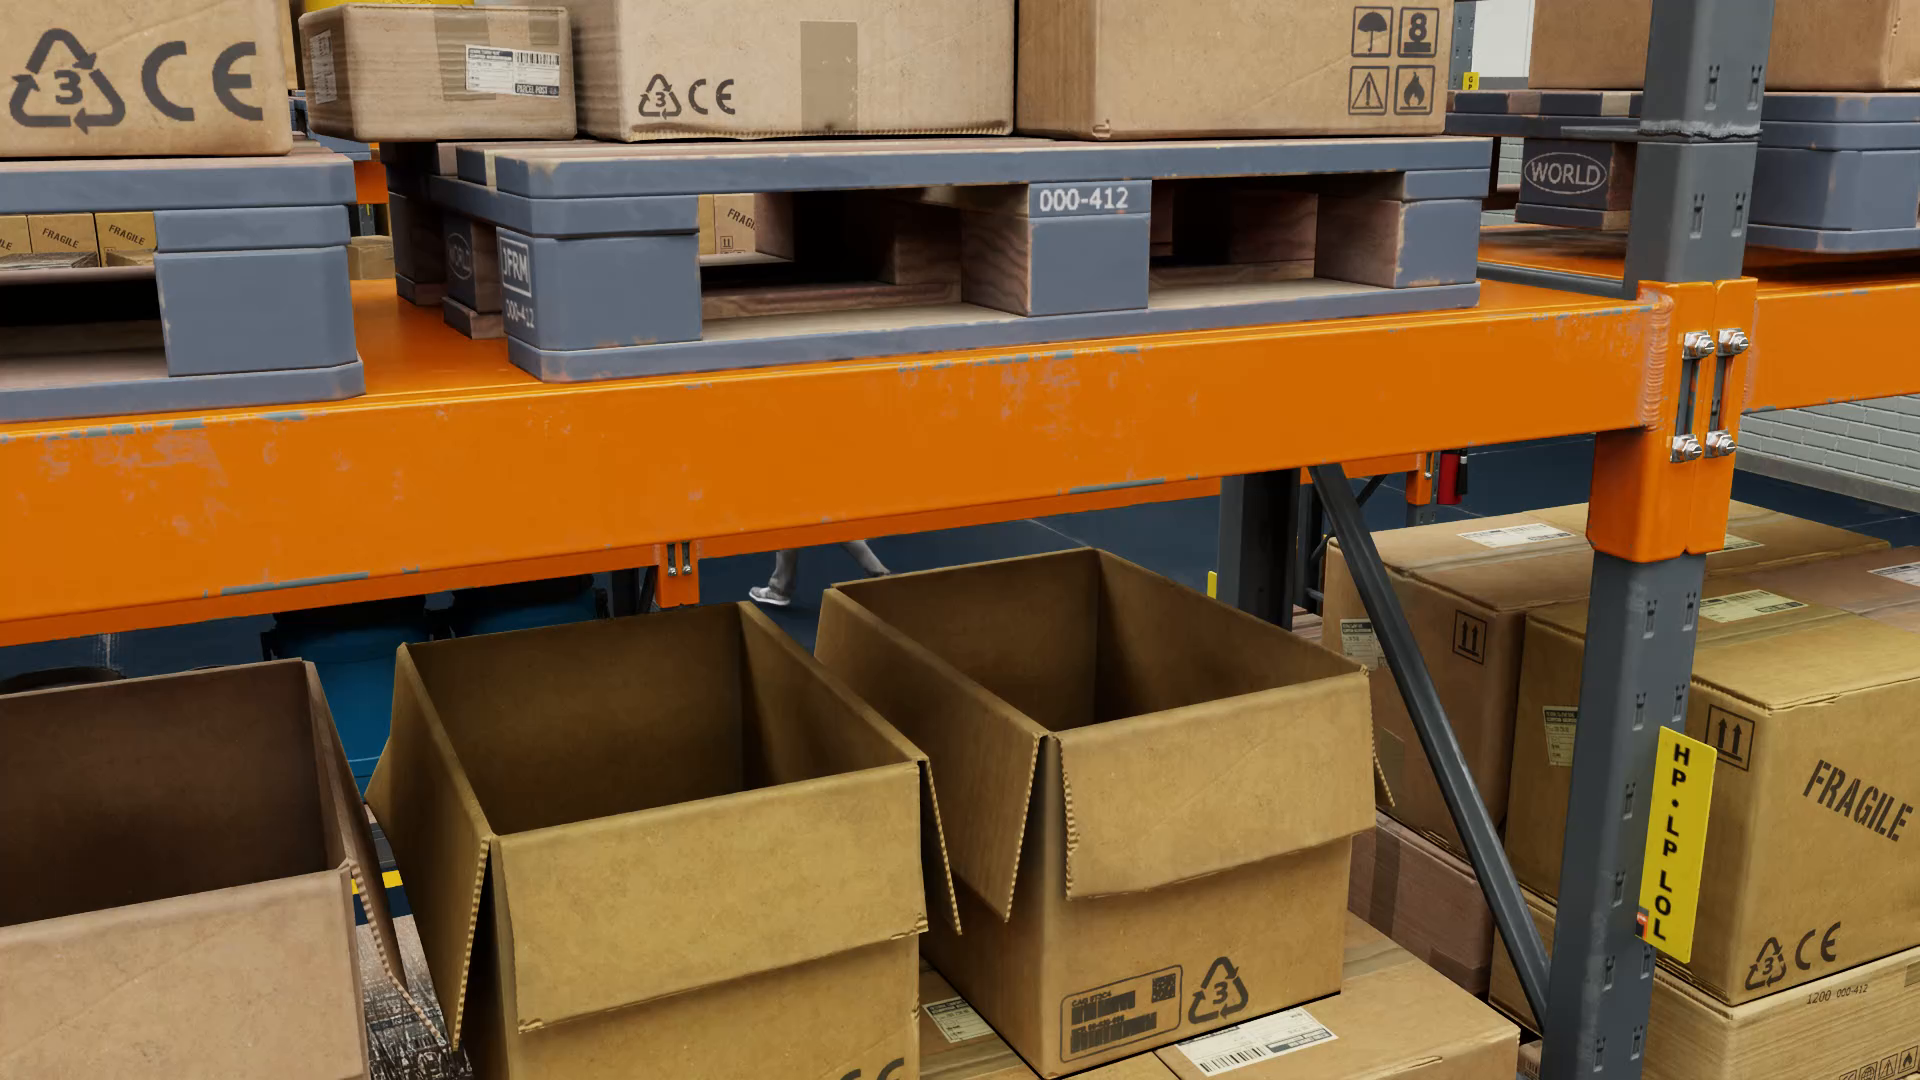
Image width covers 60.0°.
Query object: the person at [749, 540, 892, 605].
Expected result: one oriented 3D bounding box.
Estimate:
[{"bbox_3d":[-0.822,-0.352,9.789,0.930,1.546,0.406,8,17,25],"label":"person"}]
